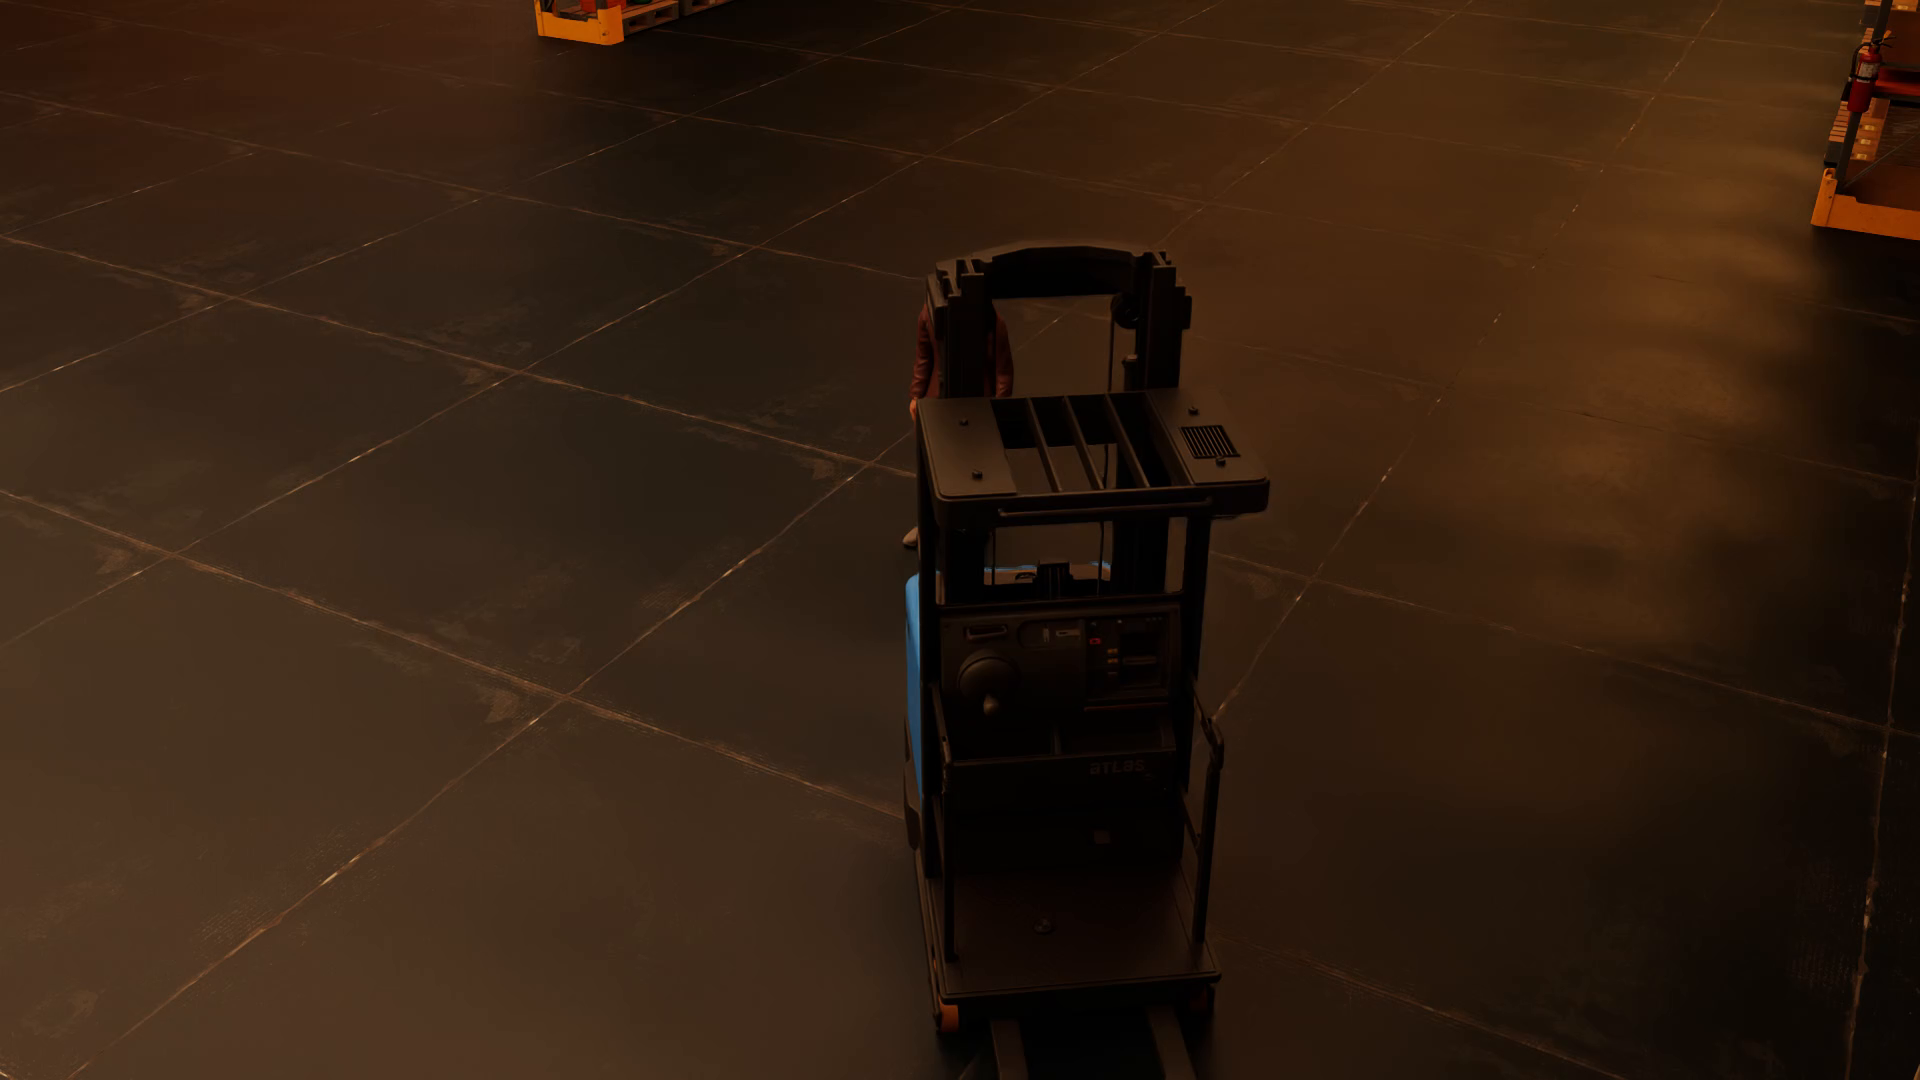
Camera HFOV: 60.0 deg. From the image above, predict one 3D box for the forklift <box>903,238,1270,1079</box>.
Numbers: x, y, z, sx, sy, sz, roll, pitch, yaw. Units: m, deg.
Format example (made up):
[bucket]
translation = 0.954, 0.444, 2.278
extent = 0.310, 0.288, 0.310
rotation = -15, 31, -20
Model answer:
[forklift]
translation = 0.417, 0.507, 6.192
extent = 1.130, 2.935, 3.031
rotation = -3, 30, -6

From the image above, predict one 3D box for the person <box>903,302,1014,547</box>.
[person]
translation = -0.007, -0.752, 9.532
extent = 0.644, 1.773, 0.431
rotation = 14, 33, 23
